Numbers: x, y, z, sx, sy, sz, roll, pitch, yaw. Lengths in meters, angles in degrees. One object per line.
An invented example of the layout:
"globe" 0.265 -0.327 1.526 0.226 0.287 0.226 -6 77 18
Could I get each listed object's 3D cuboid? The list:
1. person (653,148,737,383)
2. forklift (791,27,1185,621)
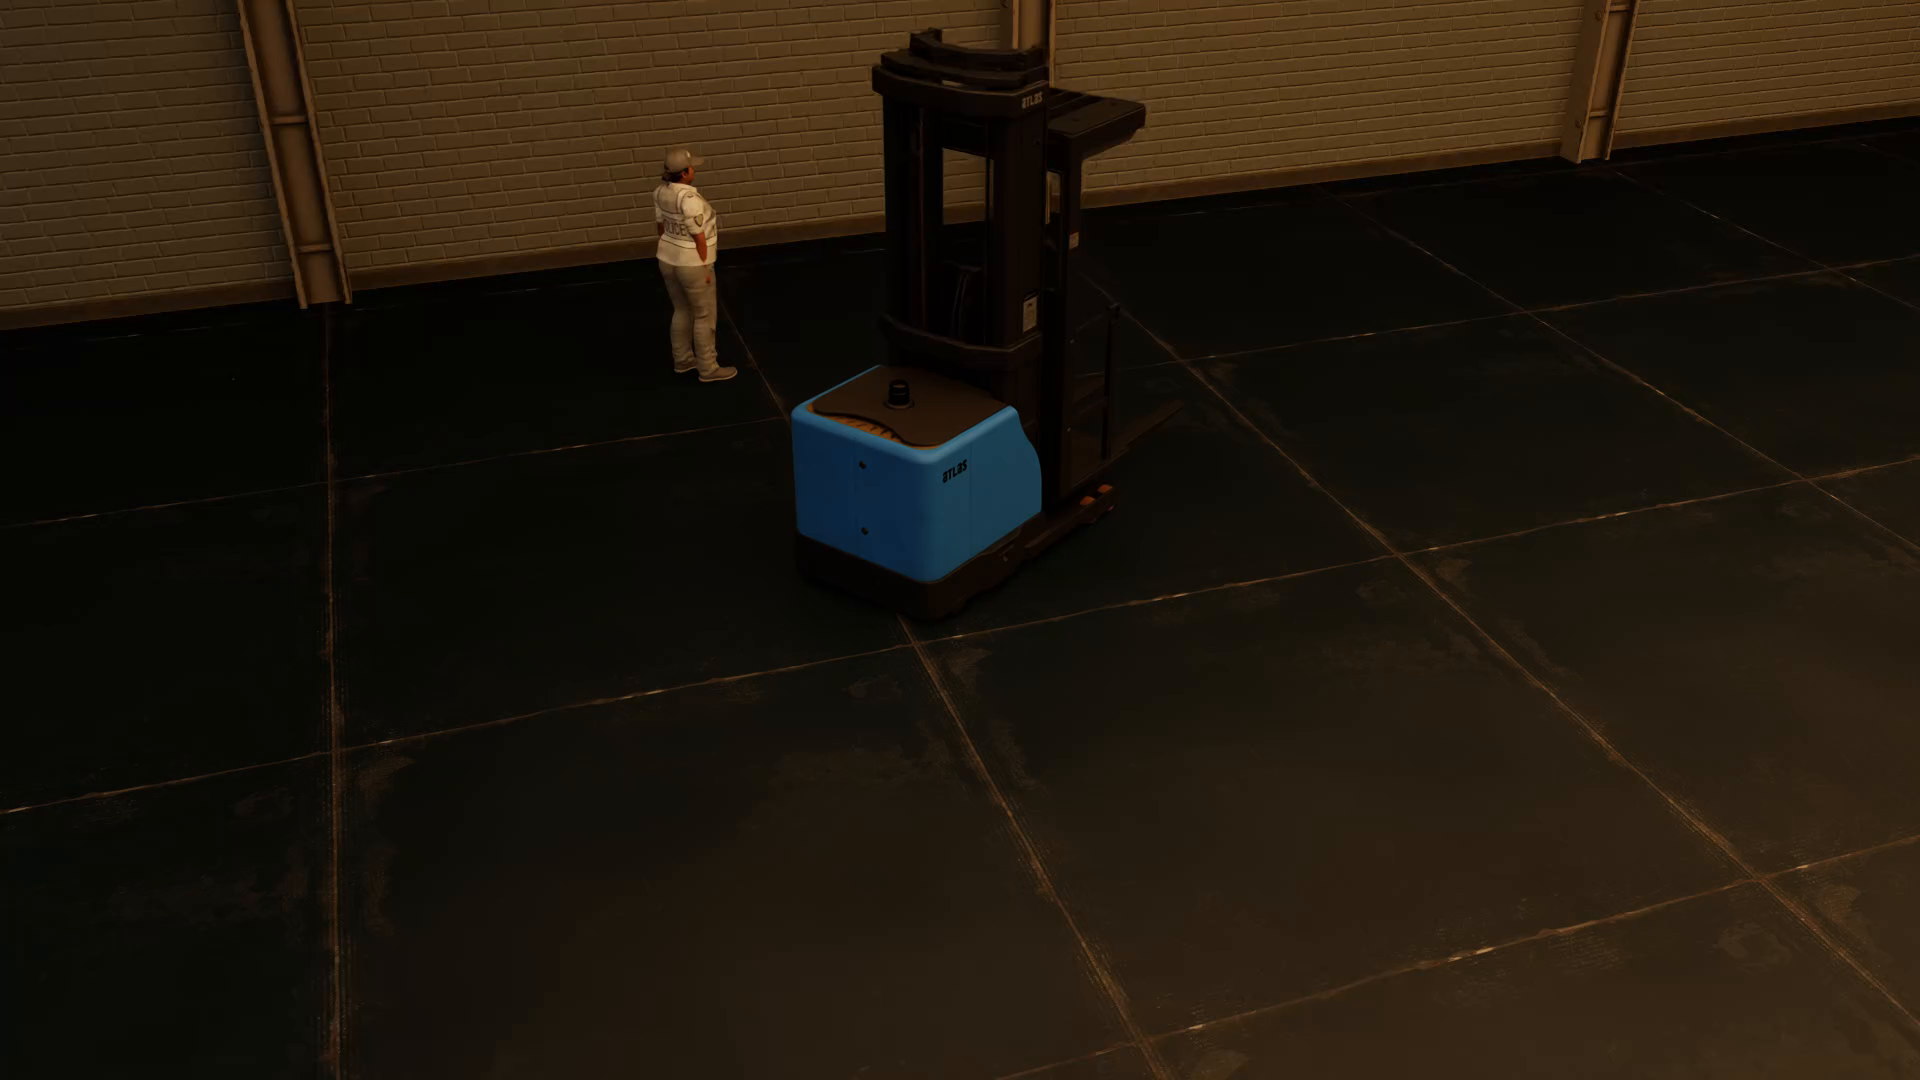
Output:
"person" -1.900 -1.937 11.729 0.487 1.668 0.395 25 38 36
"forklift" 0.340 -1.504 9.701 1.130 2.935 3.031 21 36 32
